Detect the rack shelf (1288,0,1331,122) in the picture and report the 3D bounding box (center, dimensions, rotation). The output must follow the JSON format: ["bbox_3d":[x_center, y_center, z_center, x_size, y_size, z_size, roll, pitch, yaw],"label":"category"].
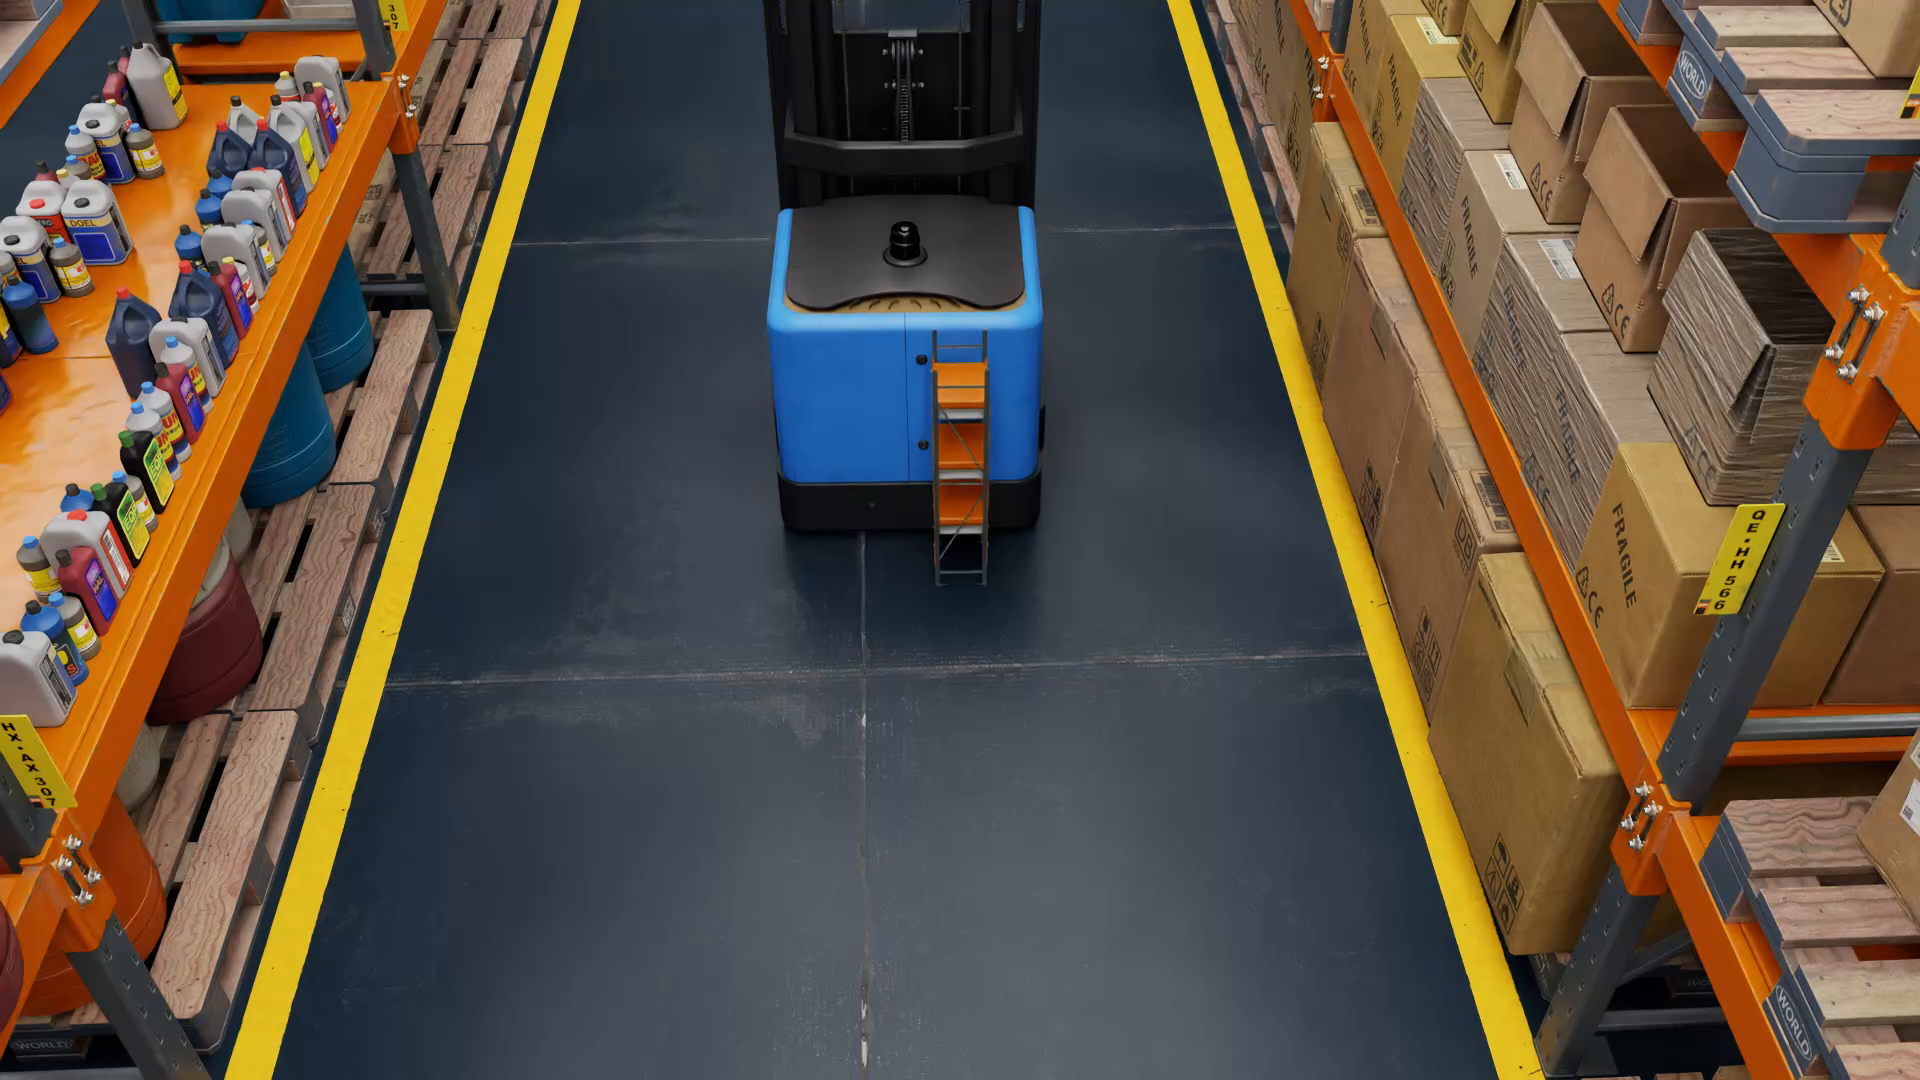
[{"bbox_3d":[1.996,-3.331,8.697,1.077,0.370,4.000,-2,43,-2],"label":"rack shelf"}]

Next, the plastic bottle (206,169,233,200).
[{"bbox_3d":[-2.615,-1.196,5.931,0.097,0.271,0.097,0,43,0],"label":"plastic bottle"}]

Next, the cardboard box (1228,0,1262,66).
[{"bbox_3d":[2.056,-3.274,9.363,0.875,0.875,0.875,-2,43,-2],"label":"cardboard box"}]

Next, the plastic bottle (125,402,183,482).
[{"bbox_3d":[-2.406,-0.295,4.947,0.097,0.271,0.097,0,43,0],"label":"plastic bottle"}]

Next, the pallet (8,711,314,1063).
[{"bbox_3d":[-2.773,1.093,5.401,1.003,0.211,1.213,-2,43,-2],"label":"pallet"}]

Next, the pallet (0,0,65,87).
[{"bbox_3d":[-2.633,-0.959,3.496,1.003,0.211,1.213,-2,43,-2],"label":"pallet"}]

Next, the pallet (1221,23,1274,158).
[{"bbox_3d":[2.072,-2.559,9.386,1.003,0.211,1.213,-2,43,-2],"label":"pallet"}]

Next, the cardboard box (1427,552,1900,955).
[{"bbox_3d":[2.242,0.616,5.119,1.225,0.875,0.875,-3,43,-4],"label":"cardboard box"}]

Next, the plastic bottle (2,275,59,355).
[{"bbox_3d":[-3.050,-0.745,5.438,0.097,0.271,0.097,0,43,0],"label":"plastic bottle"}]

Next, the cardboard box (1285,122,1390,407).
[{"bbox_3d":[2.128,-1.186,7.086,1.225,0.875,0.875,-2,43,-2],"label":"cardboard box"}]

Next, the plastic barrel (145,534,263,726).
[{"bbox_3d":[-2.784,0.238,5.744,0.600,0.588,0.708,-2,43,-2],"label":"plastic barrel"}]

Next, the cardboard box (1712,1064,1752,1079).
[{"bbox_3d":[2.299,1.665,4.238,0.700,0.500,0.500,-4,43,-4],"label":"cardboard box"}]

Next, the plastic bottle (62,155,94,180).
[{"bbox_3d":[-3.232,-1.315,6.112,0.097,0.201,0.097,0,43,0],"label":"plastic bottle"}]

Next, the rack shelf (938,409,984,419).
[{"bbox_3d":[0.001,-0.529,6.072,0.166,0.050,0.221,-1,43,-1],"label":"rack shelf"}]

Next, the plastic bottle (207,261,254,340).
[{"bbox_3d":[-2.420,-0.815,5.505,0.061,0.283,0.133,-2,43,-2],"label":"plastic bottle"}]

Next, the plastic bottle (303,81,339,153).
[{"bbox_3d":[-2.473,-1.649,6.416,0.061,0.283,0.133,-2,43,-2],"label":"plastic bottle"}]

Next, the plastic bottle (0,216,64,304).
[{"bbox_3d":[-3.180,-0.953,5.662,0.152,0.276,0.135,-2,43,-2],"label":"plastic bottle"}]

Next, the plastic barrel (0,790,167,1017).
[{"bbox_3d":[-7.784,0.273,3.953,10.706,2.957,0.708,-2,43,-2],"label":"plastic barrel"}]

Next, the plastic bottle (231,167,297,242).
[{"bbox_3d":[-2.491,-1.214,5.947,0.152,0.276,0.135,-2,43,-2],"label":"plastic bottle"}]

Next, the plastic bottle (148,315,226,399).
[{"bbox_3d":[-2.452,-0.595,5.271,0.152,0.276,0.135,-2,43,-2],"label":"plastic bottle"}]

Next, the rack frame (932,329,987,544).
[{"bbox_3d":[-0.001,-0.373,6.380,0.200,1.050,0.008,-1,43,-1],"label":"rack frame"}]

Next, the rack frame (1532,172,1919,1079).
[{"bbox_3d":[2.250,0.454,4.034,1.000,3.000,0.127,-2,43,-2],"label":"rack frame"}]

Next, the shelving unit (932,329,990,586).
[{"bbox_3d":[0.001,-0.291,6.290,0.215,1.050,0.252,-1,43,-1],"label":"shelving unit"}]

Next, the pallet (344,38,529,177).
[{"bbox_3d":[-2.993,-2.397,9.209,1.003,0.211,1.213,-2,43,-2],"label":"pallet"}]

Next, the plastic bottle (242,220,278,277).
[{"bbox_3d":[-2.453,-1.018,5.788,0.097,0.201,0.097,0,43,0],"label":"plastic bottle"}]

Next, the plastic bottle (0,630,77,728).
[{"bbox_3d":[-2.394,0.341,4.250,0.152,0.276,0.135,-2,43,-2],"label":"plastic bottle"}]

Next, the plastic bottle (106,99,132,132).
[{"bbox_3d":[-3.250,-1.603,6.426,0.097,0.201,0.097,0,43,0],"label":"plastic bottle"}]

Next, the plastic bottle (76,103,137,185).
[{"bbox_3d":[-3.213,-1.488,6.245,0.152,0.276,0.135,-2,43,-2],"label":"plastic bottle"}]

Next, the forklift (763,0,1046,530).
[{"bbox_3d":[-0.230,-2.095,6.866,1.130,2.935,3.031,-1,43,-1],"label":"forklift"}]

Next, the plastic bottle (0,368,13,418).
[{"bbox_3d":[-3.054,-0.522,5.186,0.061,0.283,0.133,-2,43,-2],"label":"plastic bottle"}]

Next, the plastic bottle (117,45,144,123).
[{"bbox_3d":[-3.279,-1.801,6.581,0.061,0.283,0.133,-2,43,-2],"label":"plastic bottle"}]

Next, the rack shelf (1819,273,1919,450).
[{"bbox_3d":[2.335,0.964,1.791,1.077,0.370,4.000,-2,43,-2],"label":"rack shelf"}]

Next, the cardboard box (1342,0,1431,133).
[{"bbox_3d":[1.850,-1.965,6.600,0.500,0.500,0.500,-2,43,-2],"label":"cardboard box"}]

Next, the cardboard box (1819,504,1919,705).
[{"bbox_3d":[2.502,0.082,4.367,0.500,0.500,0.500,0,43,-1],"label":"cardboard box"}]

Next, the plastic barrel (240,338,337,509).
[{"bbox_3d":[-2.832,-0.639,6.470,0.600,0.901,0.708,-2,43,-2],"label":"plastic barrel"}]

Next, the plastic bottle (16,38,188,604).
[{"bbox_3d":[-2.869,-0.912,5.561,0.643,0.351,2.872,-2,43,-2],"label":"plastic bottle"}]

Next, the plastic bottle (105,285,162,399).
[{"bbox_3d":[-2.602,-0.636,5.260,0.144,0.351,0.185,-2,43,-2],"label":"plastic bottle"}]

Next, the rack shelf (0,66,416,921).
[{"bbox_3d":[-2.783,-0.488,5.595,1.077,0.370,4.000,-2,43,-2],"label":"rack shelf"}]
